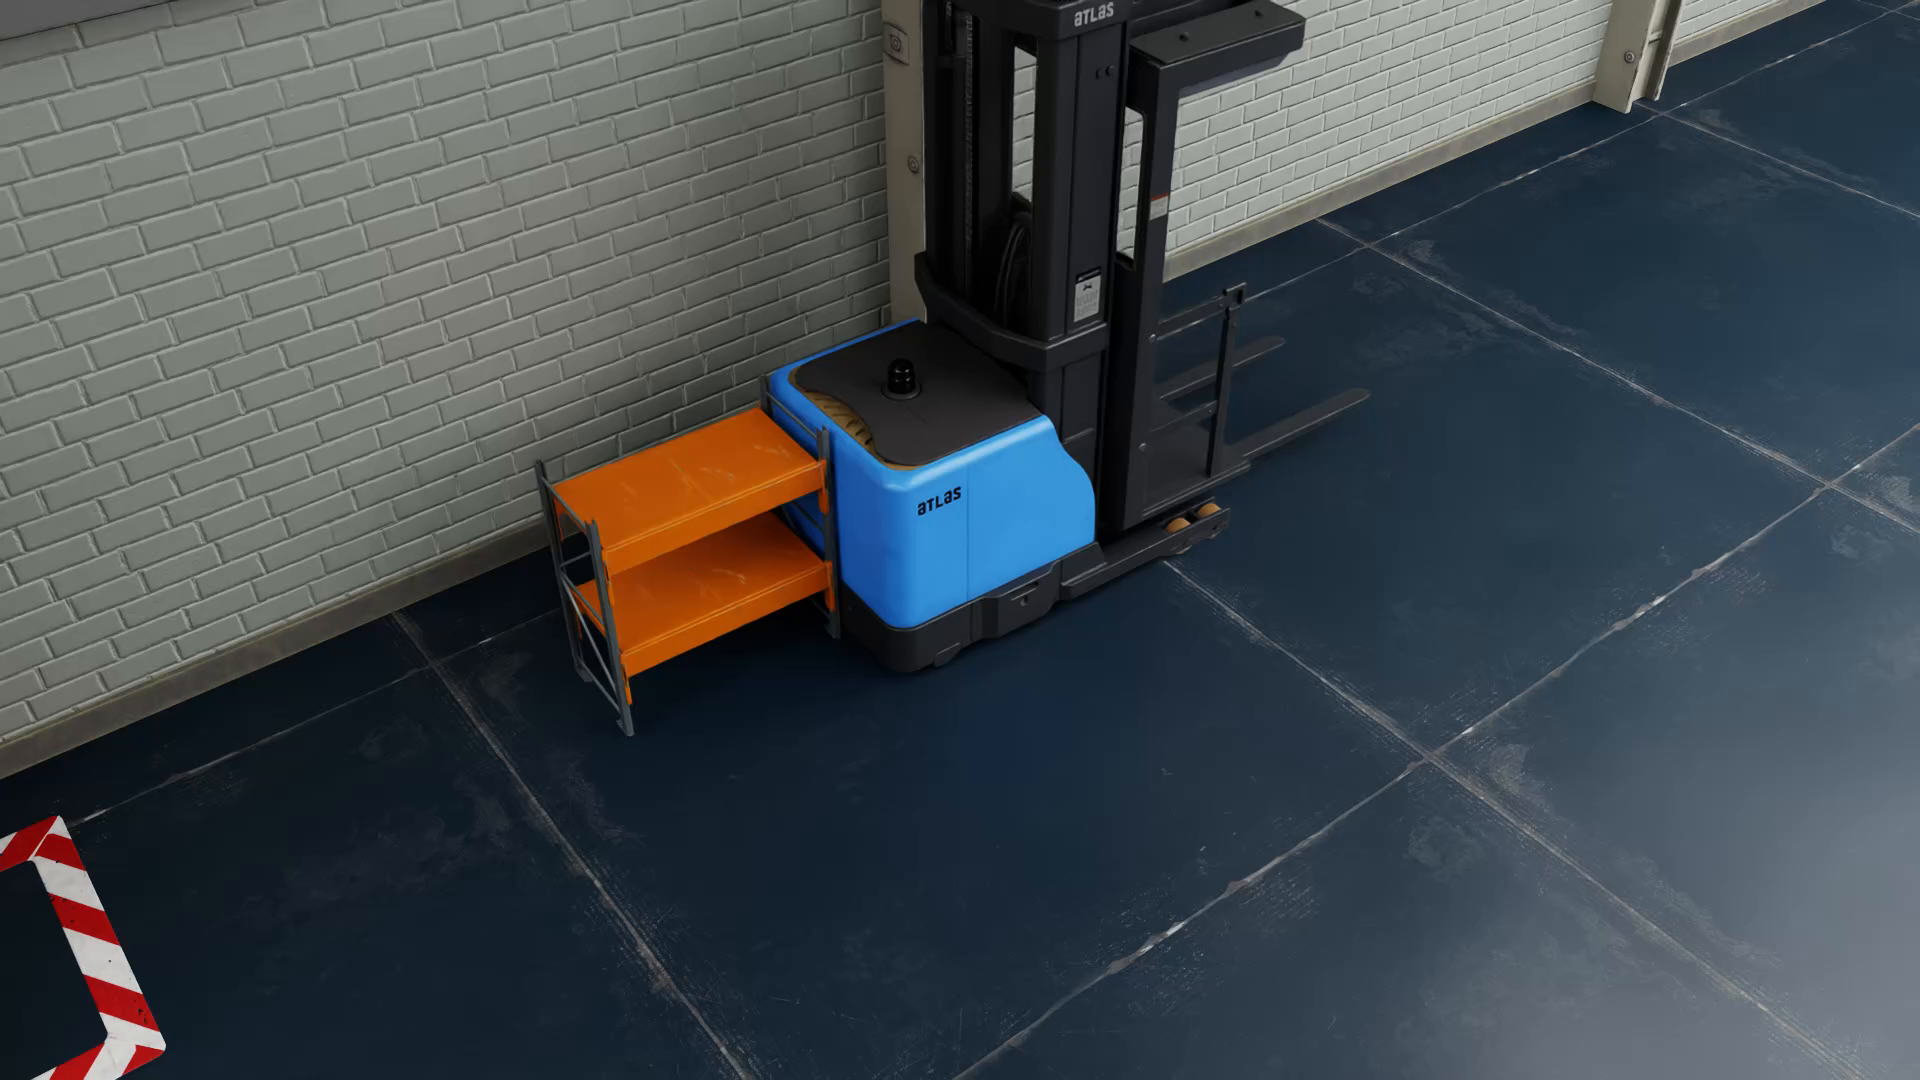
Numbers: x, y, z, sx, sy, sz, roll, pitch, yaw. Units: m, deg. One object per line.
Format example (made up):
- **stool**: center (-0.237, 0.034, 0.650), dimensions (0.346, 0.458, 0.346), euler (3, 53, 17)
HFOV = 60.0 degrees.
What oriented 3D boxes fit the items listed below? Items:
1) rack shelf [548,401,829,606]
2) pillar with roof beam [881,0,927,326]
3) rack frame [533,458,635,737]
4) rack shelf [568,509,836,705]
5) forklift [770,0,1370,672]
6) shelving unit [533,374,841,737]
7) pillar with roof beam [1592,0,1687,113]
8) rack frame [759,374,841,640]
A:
- **rack shelf**: center (-1.096, -0.166, 6.737), dimensions (1.000, 0.278, 0.538), euler (-25, 45, -27)
- **pillar with roof beam**: center (2.517, -2.090, 3.336), dimensions (0.400, 9.000, 9.100), euler (-26, 46, -28)
- **rack frame**: center (-1.508, 0.249, 6.693), dimensions (0.032, 1.125, 0.500), euler (-25, 45, -27)
- **rack shelf**: center (-1.096, 0.250, 7.078), dimensions (1.000, 0.278, 0.538), euler (-25, 45, -27)
- **forklift**: center (0.663, -1.317, 7.179), dimensions (3.031, 2.935, 1.130), euler (-25, 45, -27)
- **shelving unit**: center (-1.096, 0.061, 6.923), dimensions (1.048, 1.125, 0.538), euler (-25, 45, -27)
- **pillar with roof beam**: center (7.274, -4.409, 6.163), dimensions (0.400, 9.000, 9.100), euler (-26, 46, -28)
- **rack frame**: center (-0.683, -0.128, 7.153), dimensions (0.032, 1.125, 0.500), euler (-25, 45, -27)
